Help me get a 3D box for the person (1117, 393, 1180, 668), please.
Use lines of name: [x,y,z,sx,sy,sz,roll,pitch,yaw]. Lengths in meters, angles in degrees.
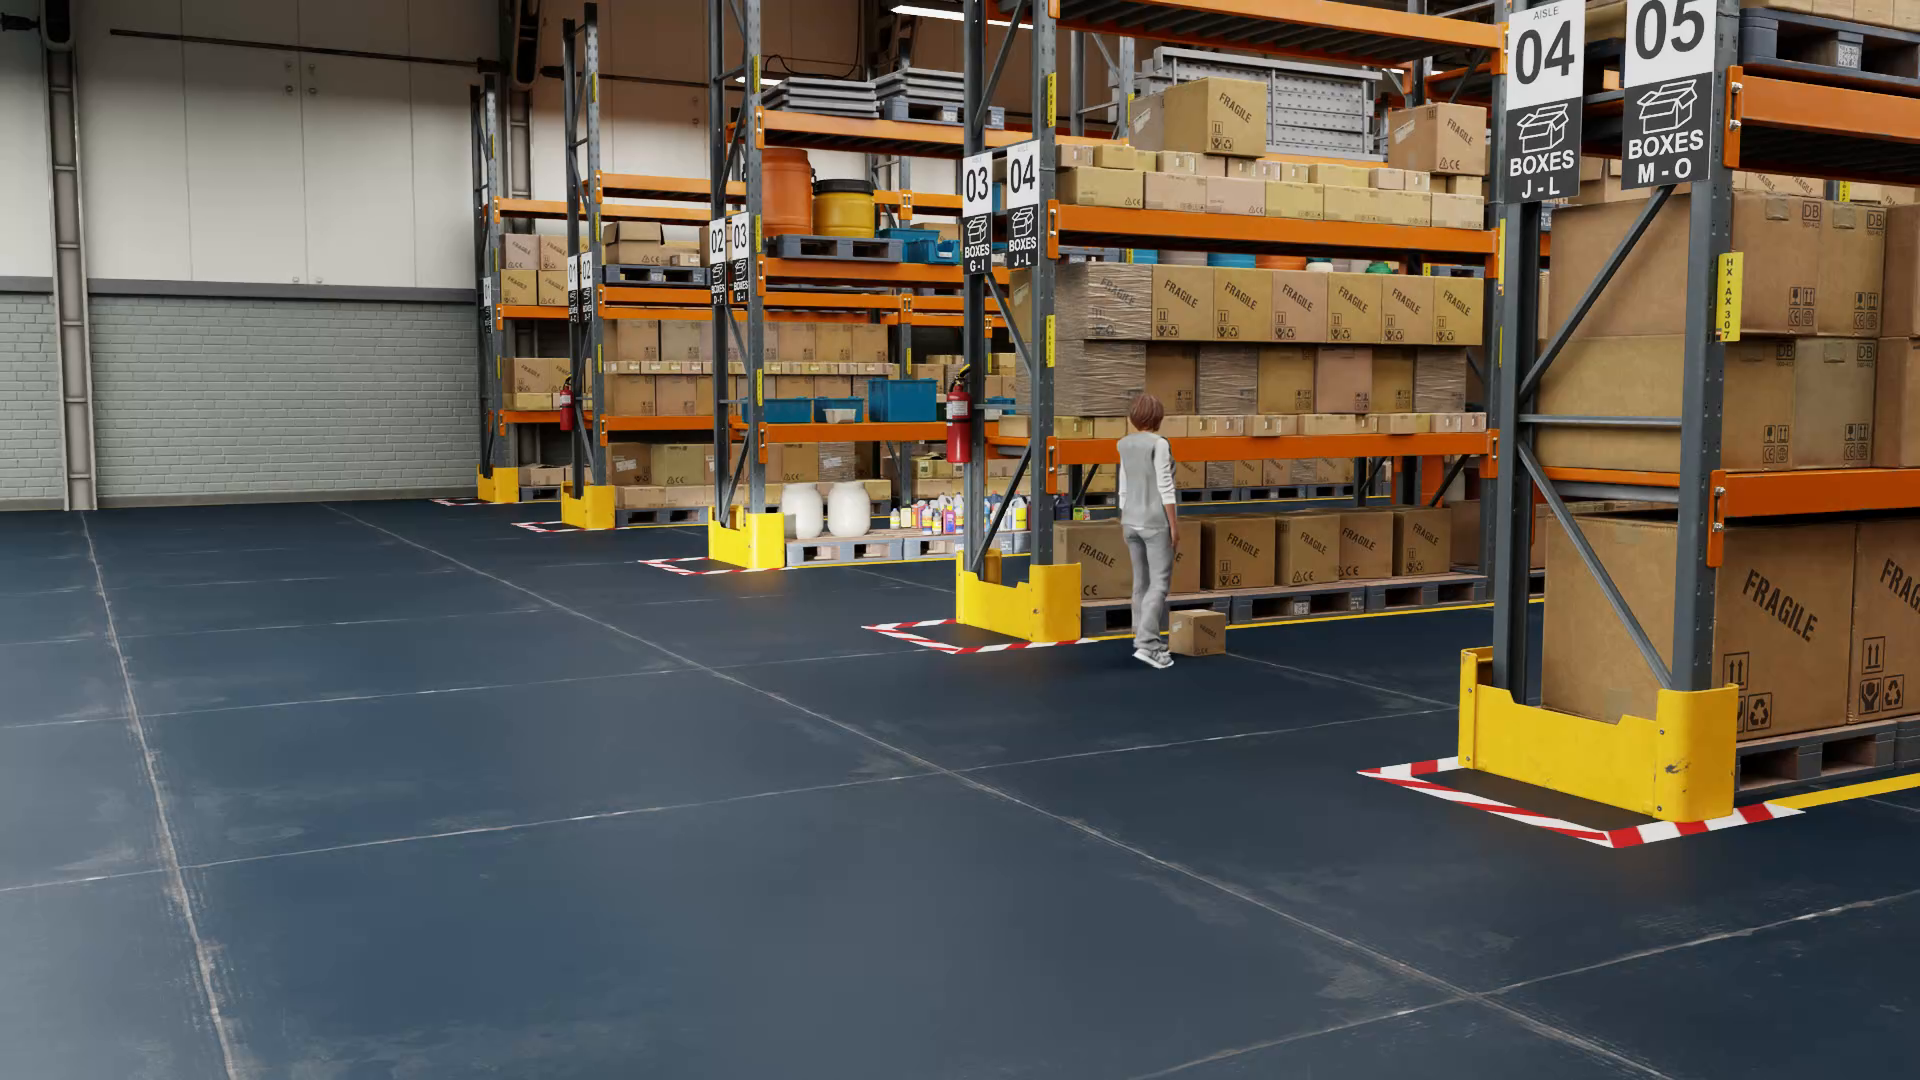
person: [1.142,-0.059,9.911,0.509,1.624,0.451,-4,7,-37]
